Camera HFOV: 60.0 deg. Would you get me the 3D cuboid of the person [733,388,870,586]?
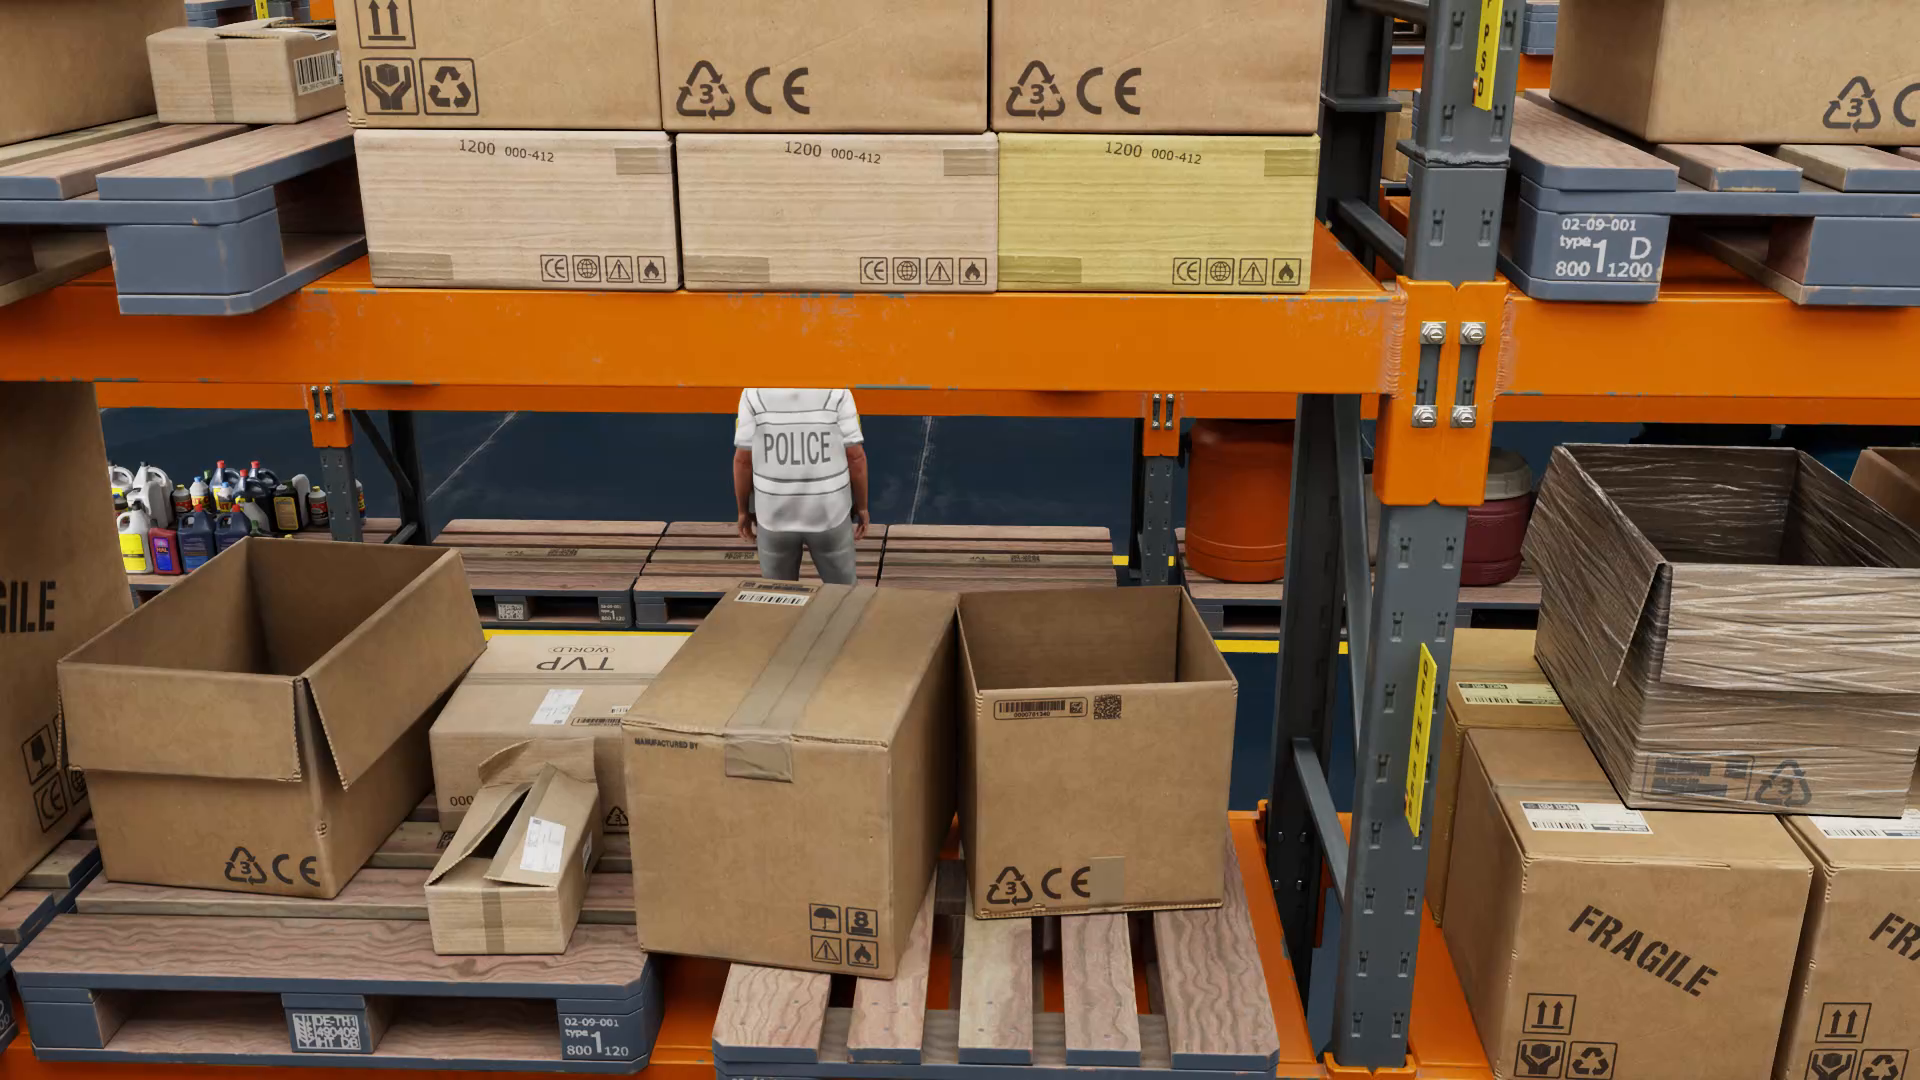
[{"bbox_3d":[-0.694,-0.125,7.399,0.606,1.749,0.434,-1,21,-2],"label":"person"}]
